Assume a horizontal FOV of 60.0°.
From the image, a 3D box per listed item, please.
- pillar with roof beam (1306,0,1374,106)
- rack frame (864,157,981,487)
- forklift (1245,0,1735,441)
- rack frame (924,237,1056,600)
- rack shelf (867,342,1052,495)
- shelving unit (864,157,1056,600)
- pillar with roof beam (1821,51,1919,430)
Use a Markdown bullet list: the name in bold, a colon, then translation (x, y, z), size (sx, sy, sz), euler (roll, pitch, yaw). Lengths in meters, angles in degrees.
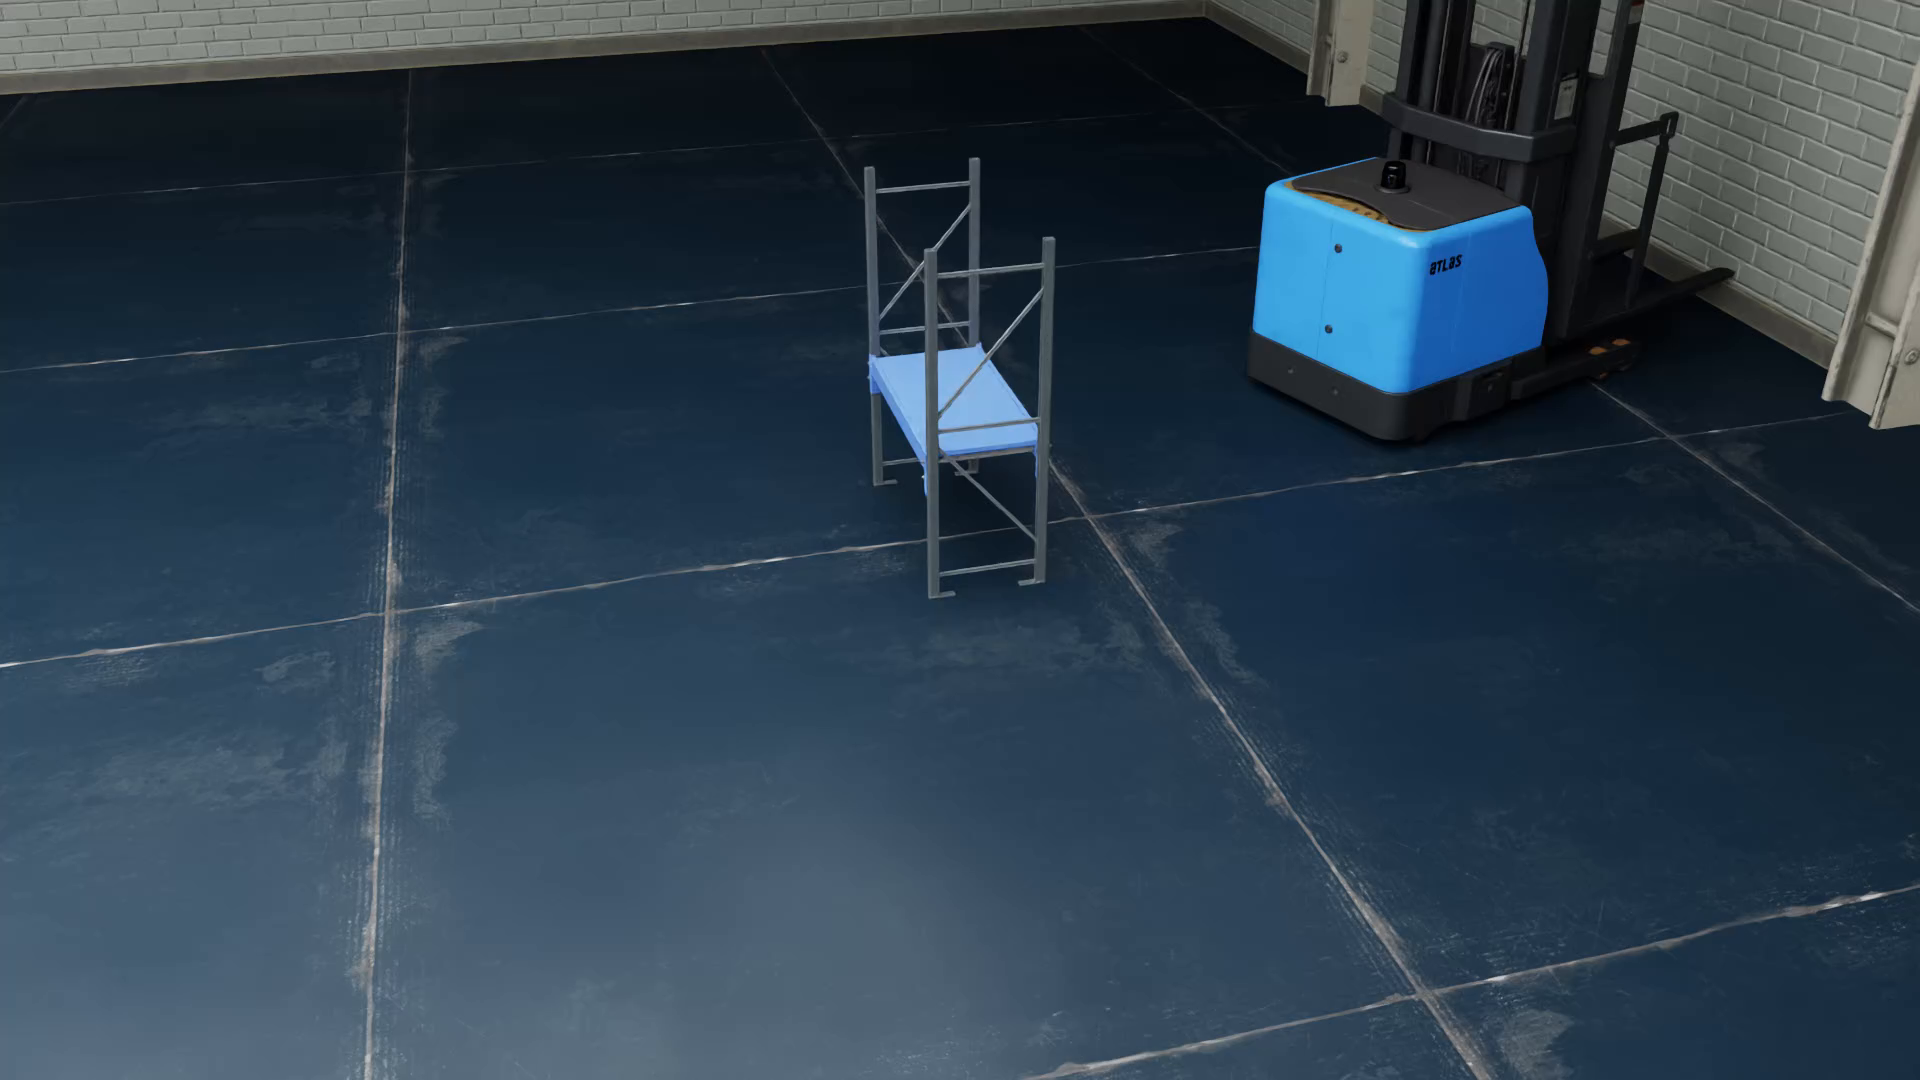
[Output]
- **pillar with roof beam**: translation (-1.138, -6.878, 10.150), size (9.100, 9.000, 0.400), euler (-8, 31, -13)
- **rack frame**: translation (-0.158, -0.936, 7.370), size (0.500, 1.500, 0.032), euler (-8, 31, -13)
- **forklift**: translation (2.979, -2.308, 8.312), size (3.031, 2.935, 1.130), euler (-19, 35, -30)
- **rack frame**: translation (0.112, -0.445, 6.521), size (0.500, 1.500, 0.032), euler (-8, 31, -13)
- **rack shelf**: translation (-0.023, -0.535, 7.036), size (0.538, 0.185, 1.000), euler (-8, 31, -13)
- **shelving unit**: translation (-0.023, -0.690, 6.945), size (0.538, 1.500, 1.048), euler (-8, 31, -13)
- **pillar with roof beam**: translation (0.454, -3.980, 5.144), size (9.100, 9.000, 0.400), euler (-8, 31, -13)
